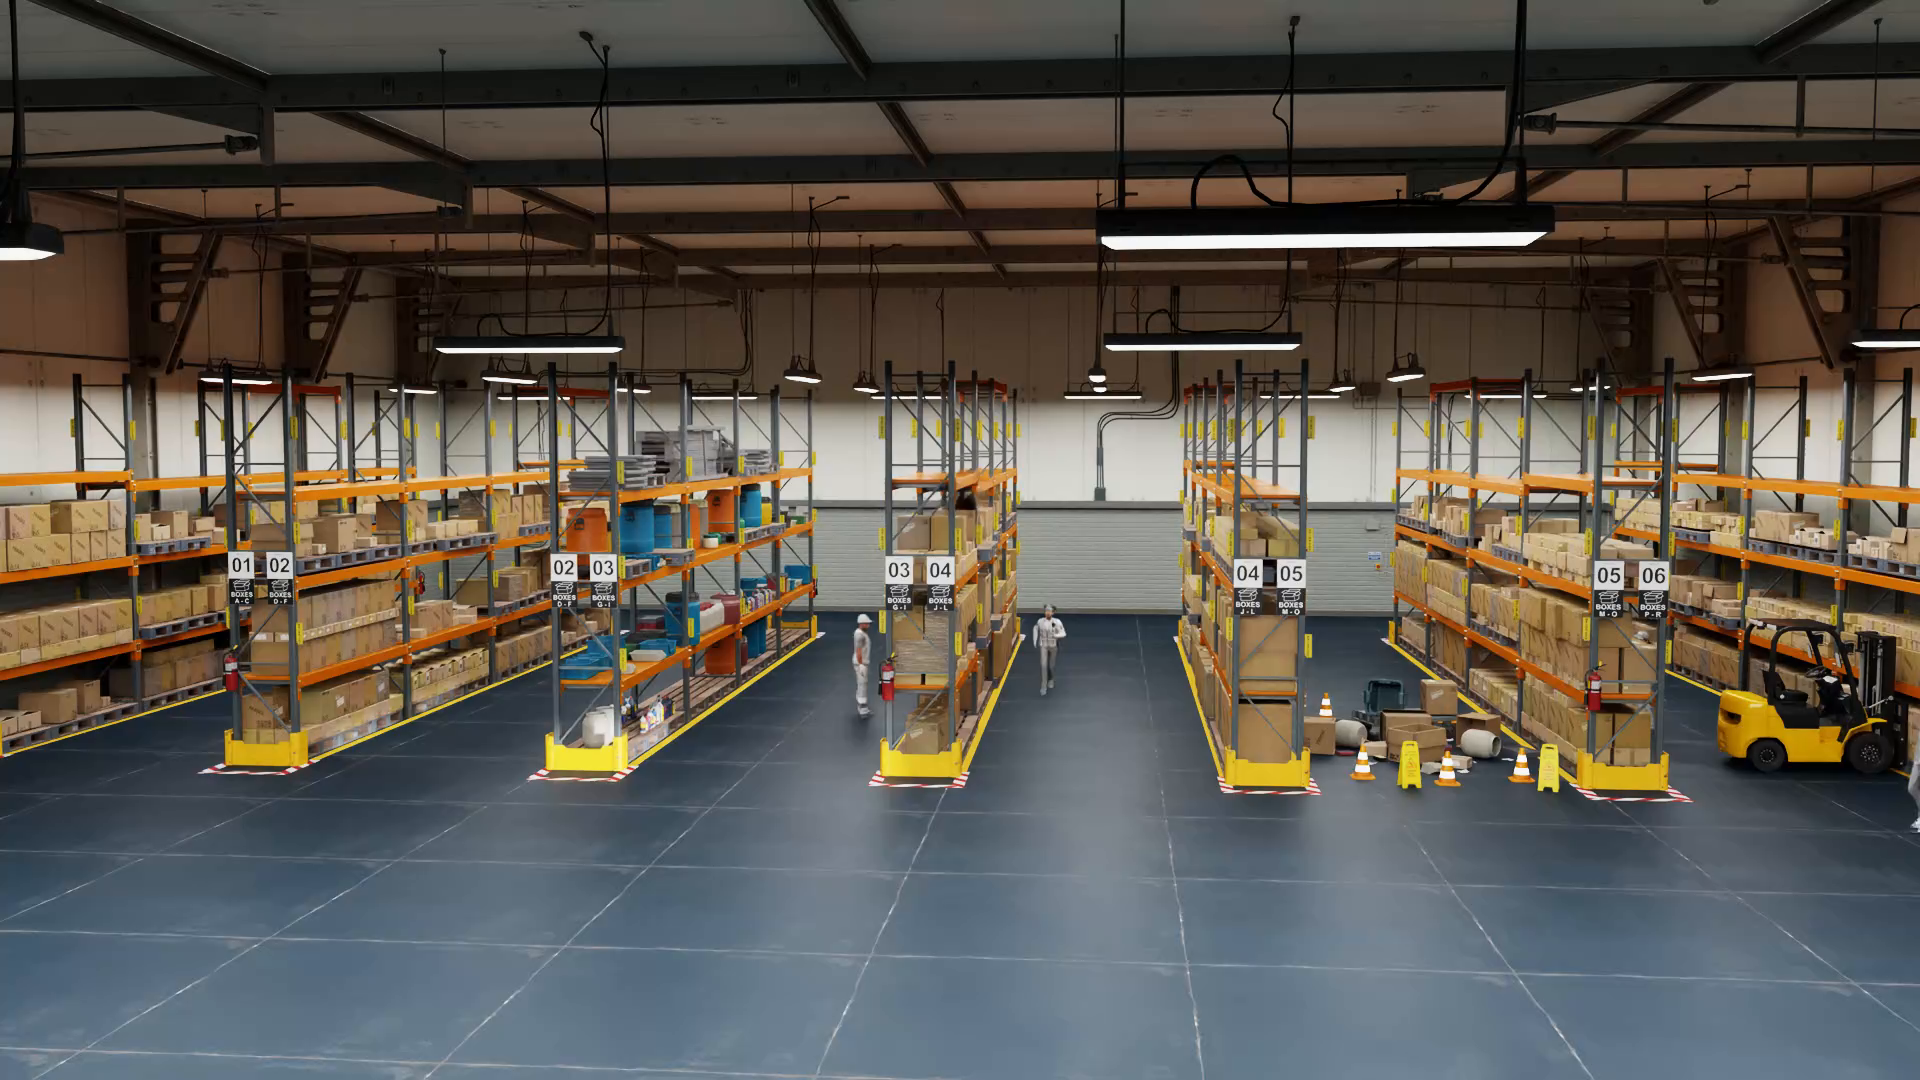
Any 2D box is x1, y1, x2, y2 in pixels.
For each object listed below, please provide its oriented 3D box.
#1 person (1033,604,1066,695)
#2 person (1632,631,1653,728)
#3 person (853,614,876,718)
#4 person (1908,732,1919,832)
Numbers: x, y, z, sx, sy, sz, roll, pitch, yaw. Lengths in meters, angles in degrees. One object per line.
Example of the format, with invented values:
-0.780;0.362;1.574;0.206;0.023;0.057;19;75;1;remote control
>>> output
1.702;2.050;31.705;0.628;1.675;0.968;0;4;6;person
11.376;2.353;27.817;0.416;1.672;0.516;3;5;34;person
-1.666;2.188;29.037;0.407;1.790;0.619;0;4;2;person
12.063;2.848;20.759;0.402;1.611;0.501;-1;4;-12;person
